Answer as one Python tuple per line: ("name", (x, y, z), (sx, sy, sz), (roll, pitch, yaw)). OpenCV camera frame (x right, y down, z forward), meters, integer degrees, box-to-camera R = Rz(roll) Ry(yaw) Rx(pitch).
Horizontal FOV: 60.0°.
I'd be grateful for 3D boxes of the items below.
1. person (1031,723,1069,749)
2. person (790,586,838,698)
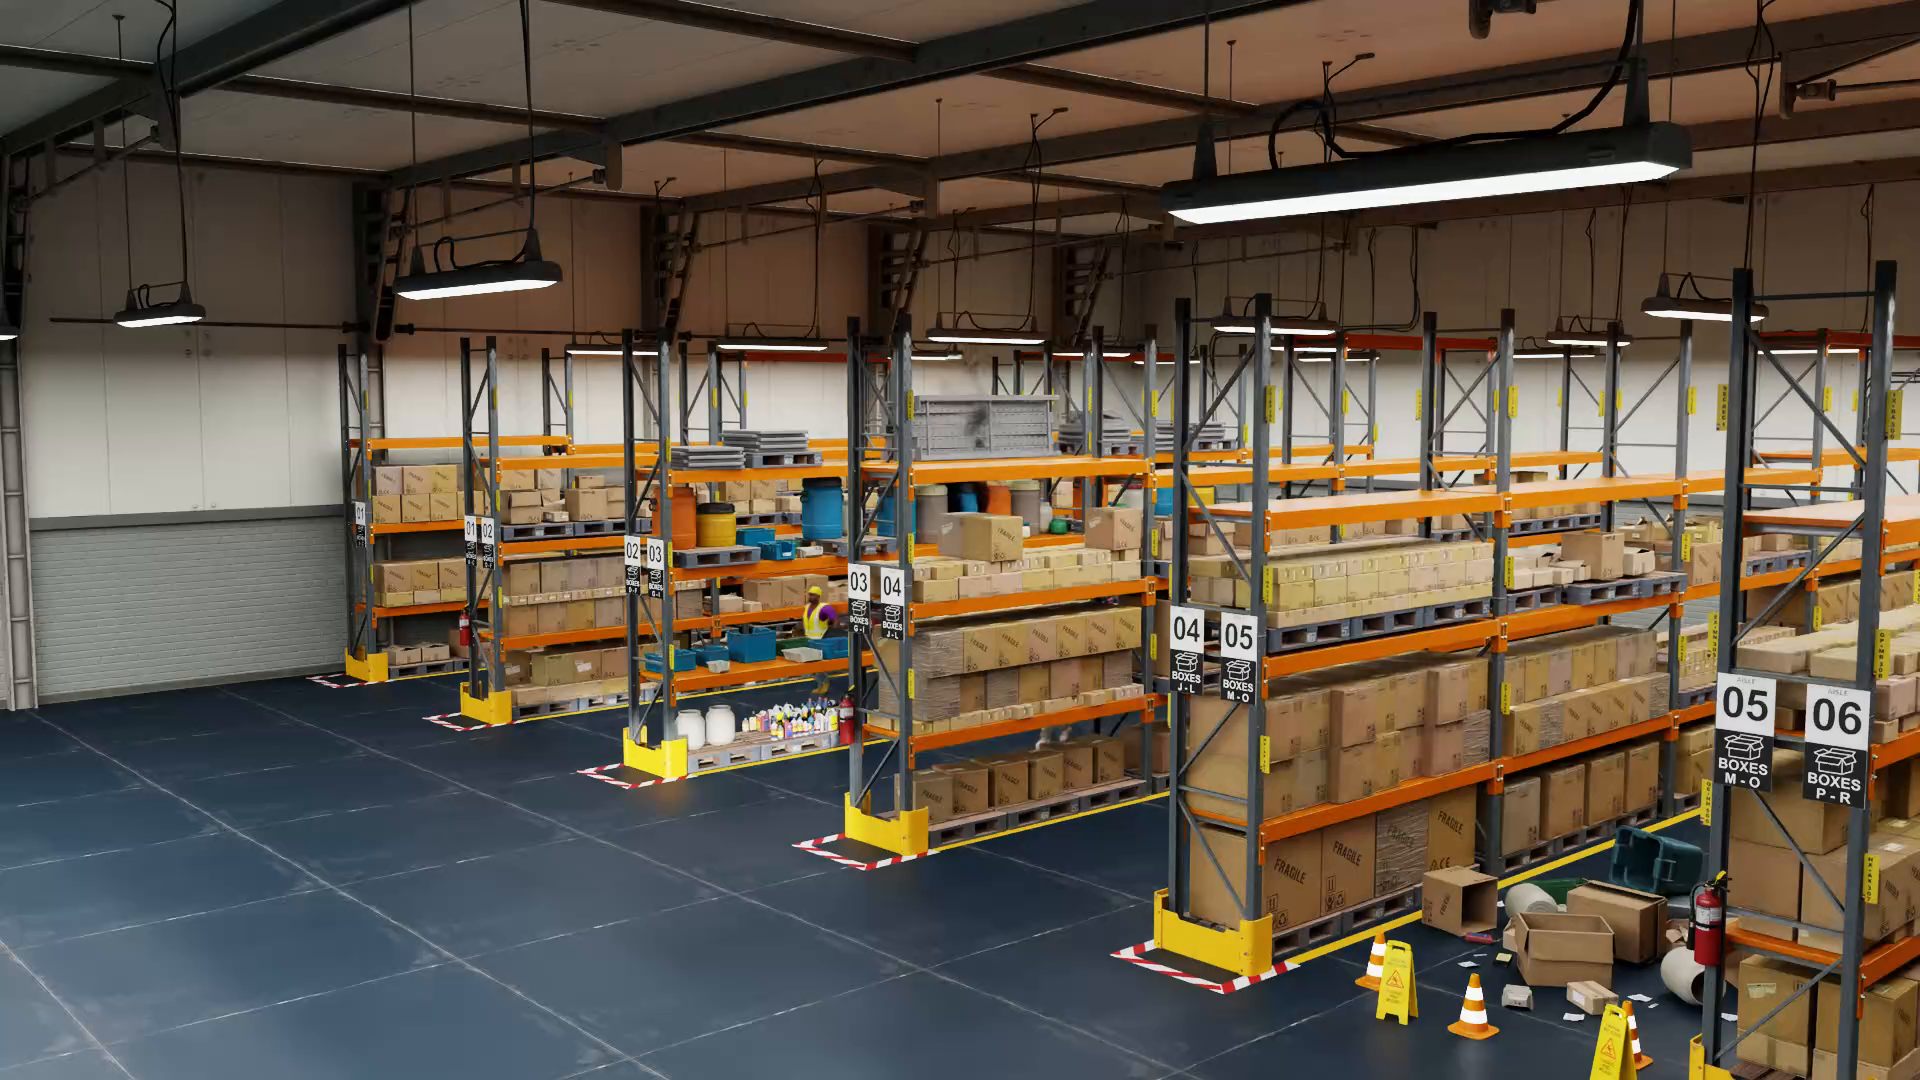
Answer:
("person", (1.240, 1.985, 22.807), (0.567, 1.684, 0.881), (4, 7, 40))
("person", (-2.386, 1.631, 26.707), (0.642, 1.797, 0.692), (-5, 7, -43))
